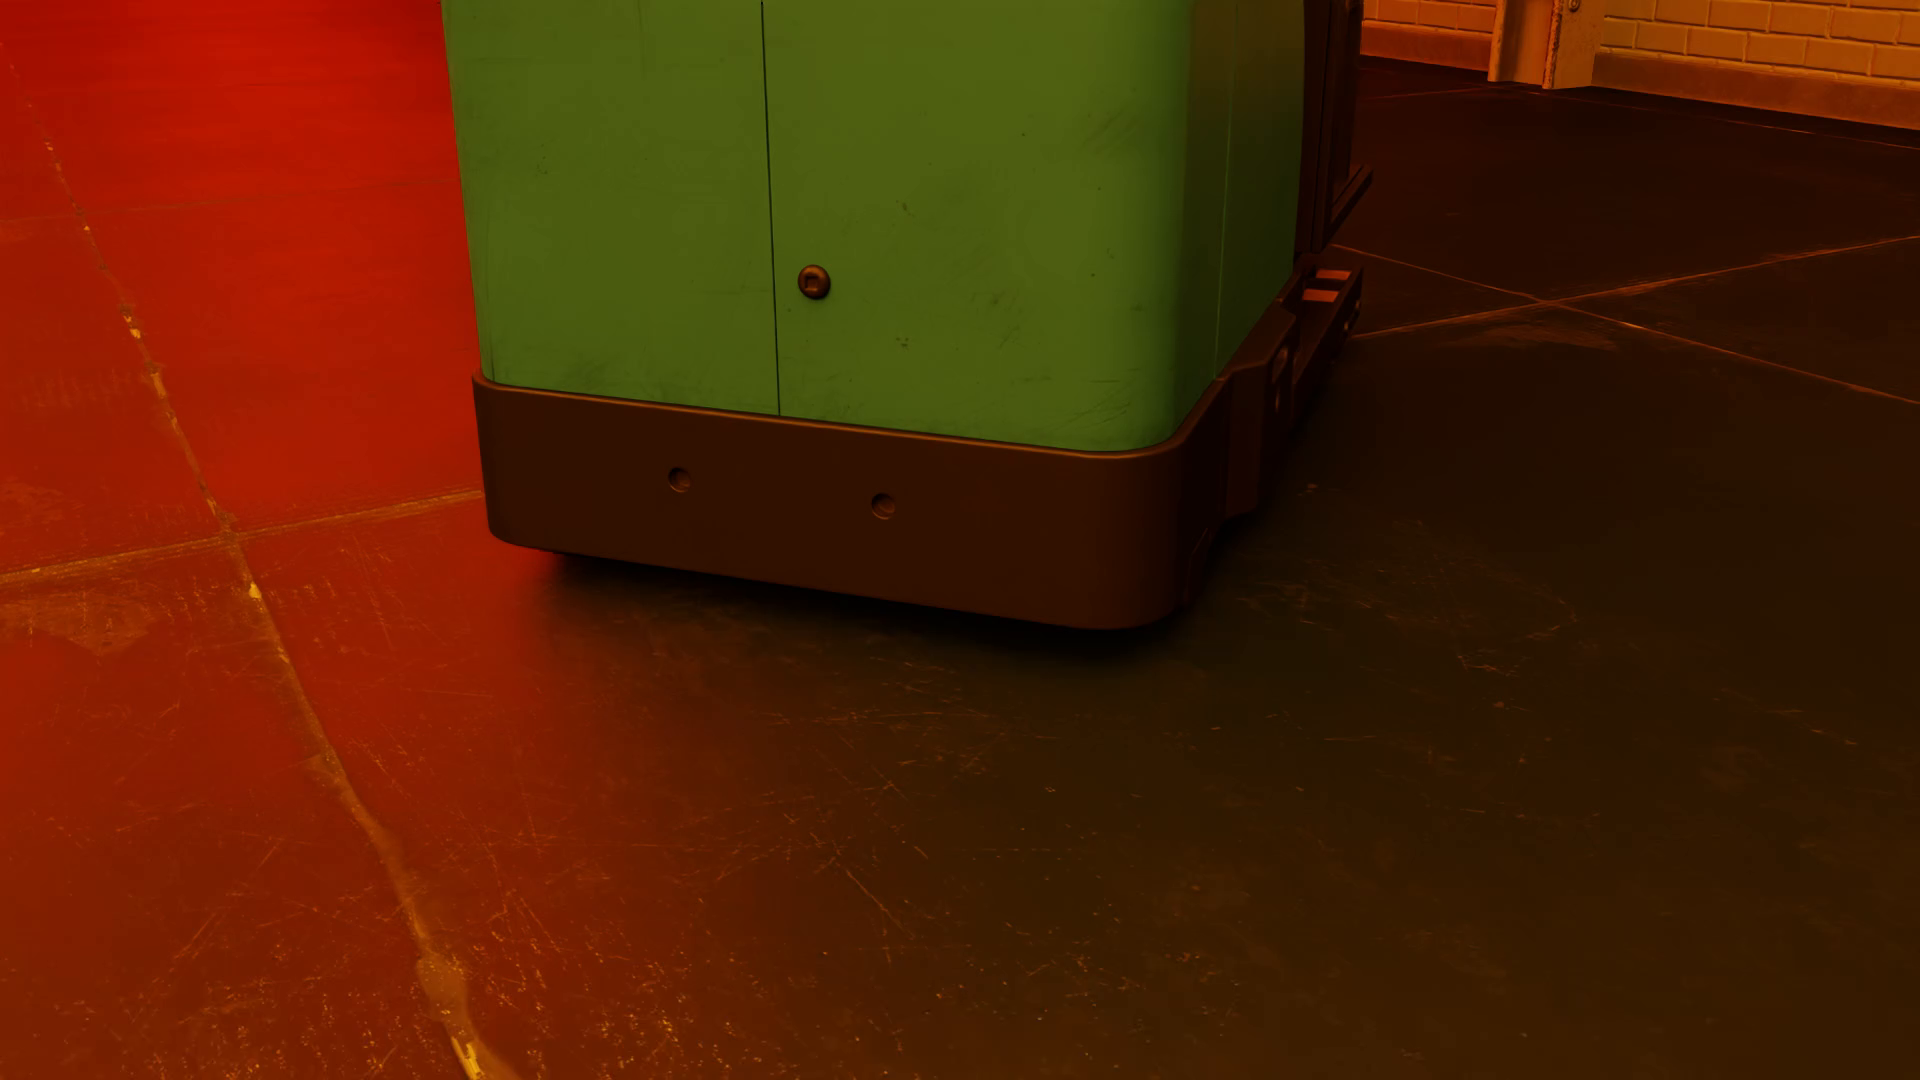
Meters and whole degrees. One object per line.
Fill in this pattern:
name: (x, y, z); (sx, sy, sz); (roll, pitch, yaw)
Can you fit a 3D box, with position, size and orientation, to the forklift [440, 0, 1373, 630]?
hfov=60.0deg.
forklift: (0.263, -1.768, 3.083); (1.130, 2.935, 3.031); (8, 24, 18)
